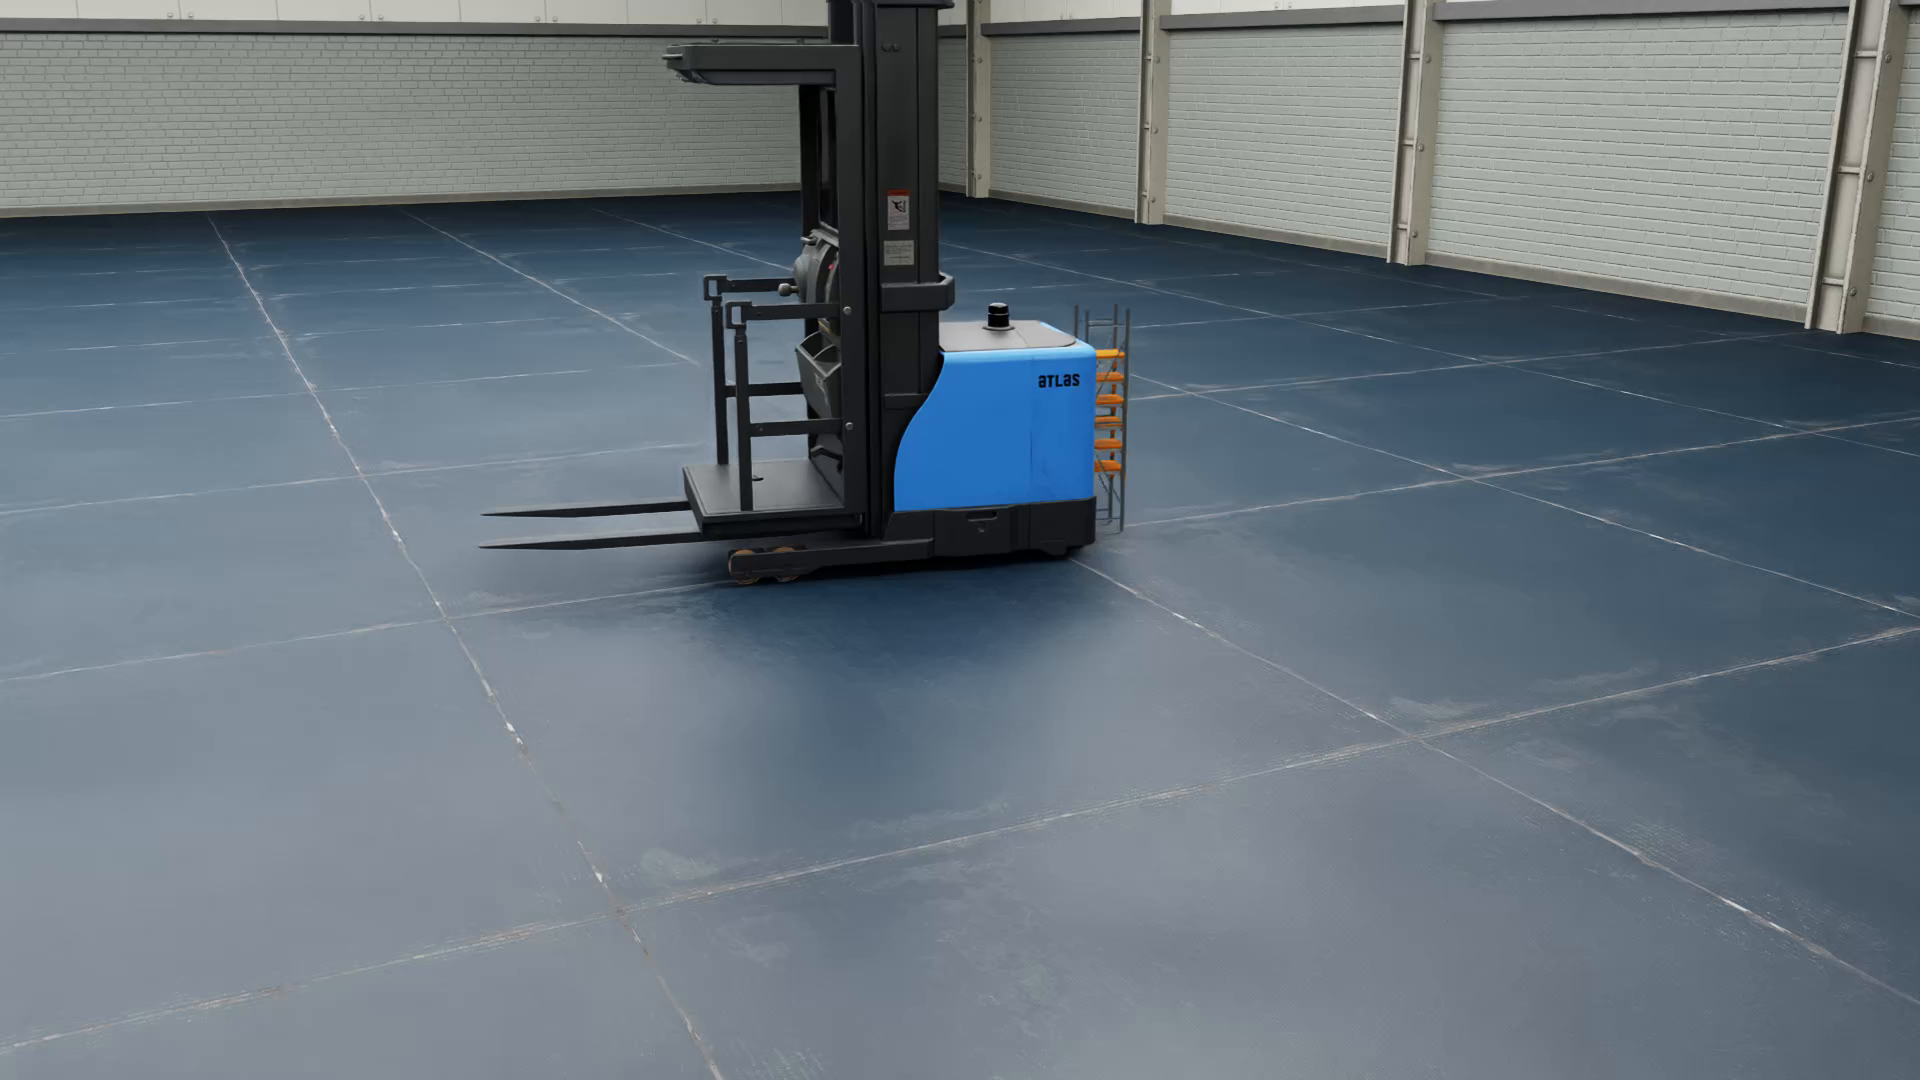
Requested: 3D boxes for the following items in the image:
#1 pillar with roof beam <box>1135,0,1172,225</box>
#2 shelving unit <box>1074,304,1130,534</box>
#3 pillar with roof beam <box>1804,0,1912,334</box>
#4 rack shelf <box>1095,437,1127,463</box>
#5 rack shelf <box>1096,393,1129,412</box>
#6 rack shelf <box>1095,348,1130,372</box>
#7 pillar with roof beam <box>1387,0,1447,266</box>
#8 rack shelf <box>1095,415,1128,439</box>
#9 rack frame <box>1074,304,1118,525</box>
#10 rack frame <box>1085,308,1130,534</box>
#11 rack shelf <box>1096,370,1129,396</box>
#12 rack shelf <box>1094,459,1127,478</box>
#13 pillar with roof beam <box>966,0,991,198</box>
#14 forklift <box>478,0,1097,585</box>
[{"bbox_3d":[-0.905,-8.760,22.964,9.100,9.000,0.400,-8,18,-25],"label":"pillar with roof beam"},{"bbox_3d":[0.733,-0.630,8.769,0.258,1.200,0.189,-4,16,-14],"label":"shelving unit"},{"bbox_3d":[4.352,-5.785,12.595,9.100,9.000,0.400,-8,18,-25],"label":"pillar with roof beam"},{"bbox_3d":[0.733,-0.472,8.814,0.258,0.103,0.180,-4,16,-14],"label":"rack shelf"},{"bbox_3d":[0.734,-0.702,8.748,0.258,0.103,0.180,-4,16,-14],"label":"rack shelf"},{"bbox_3d":[0.734,-0.933,8.682,0.258,0.103,0.180,-4,16,-14],"label":"rack shelf"},{"bbox_3d":[1.723,-7.273,17.780,9.100,9.000,0.400,-8,18,-25],"label":"pillar with roof beam"},{"bbox_3d":[0.733,-0.587,8.781,0.258,0.103,0.180,-4,16,-14],"label":"rack shelf"},{"bbox_3d":[0.711,-0.654,8.854,0.240,1.200,0.006,-4,16,-14],"label":"rack frame"},{"bbox_3d":[0.756,-0.605,8.684,0.240,1.200,0.006,-4,16,-14],"label":"rack frame"},{"bbox_3d":[0.734,-0.818,8.715,0.258,0.103,0.180,-4,16,-14],"label":"rack shelf"},{"bbox_3d":[0.733,-0.356,8.847,0.258,0.103,0.180,-4,16,-14],"label":"rack shelf"},{"bbox_3d":[-3.534,-10.248,28.148,9.100,9.000,0.400,-8,18,-25],"label":"pillar with roof beam"},{"bbox_3d":[-0.884,-1.355,8.158,3.031,2.935,1.130,-4,16,-14],"label":"forklift"}]
